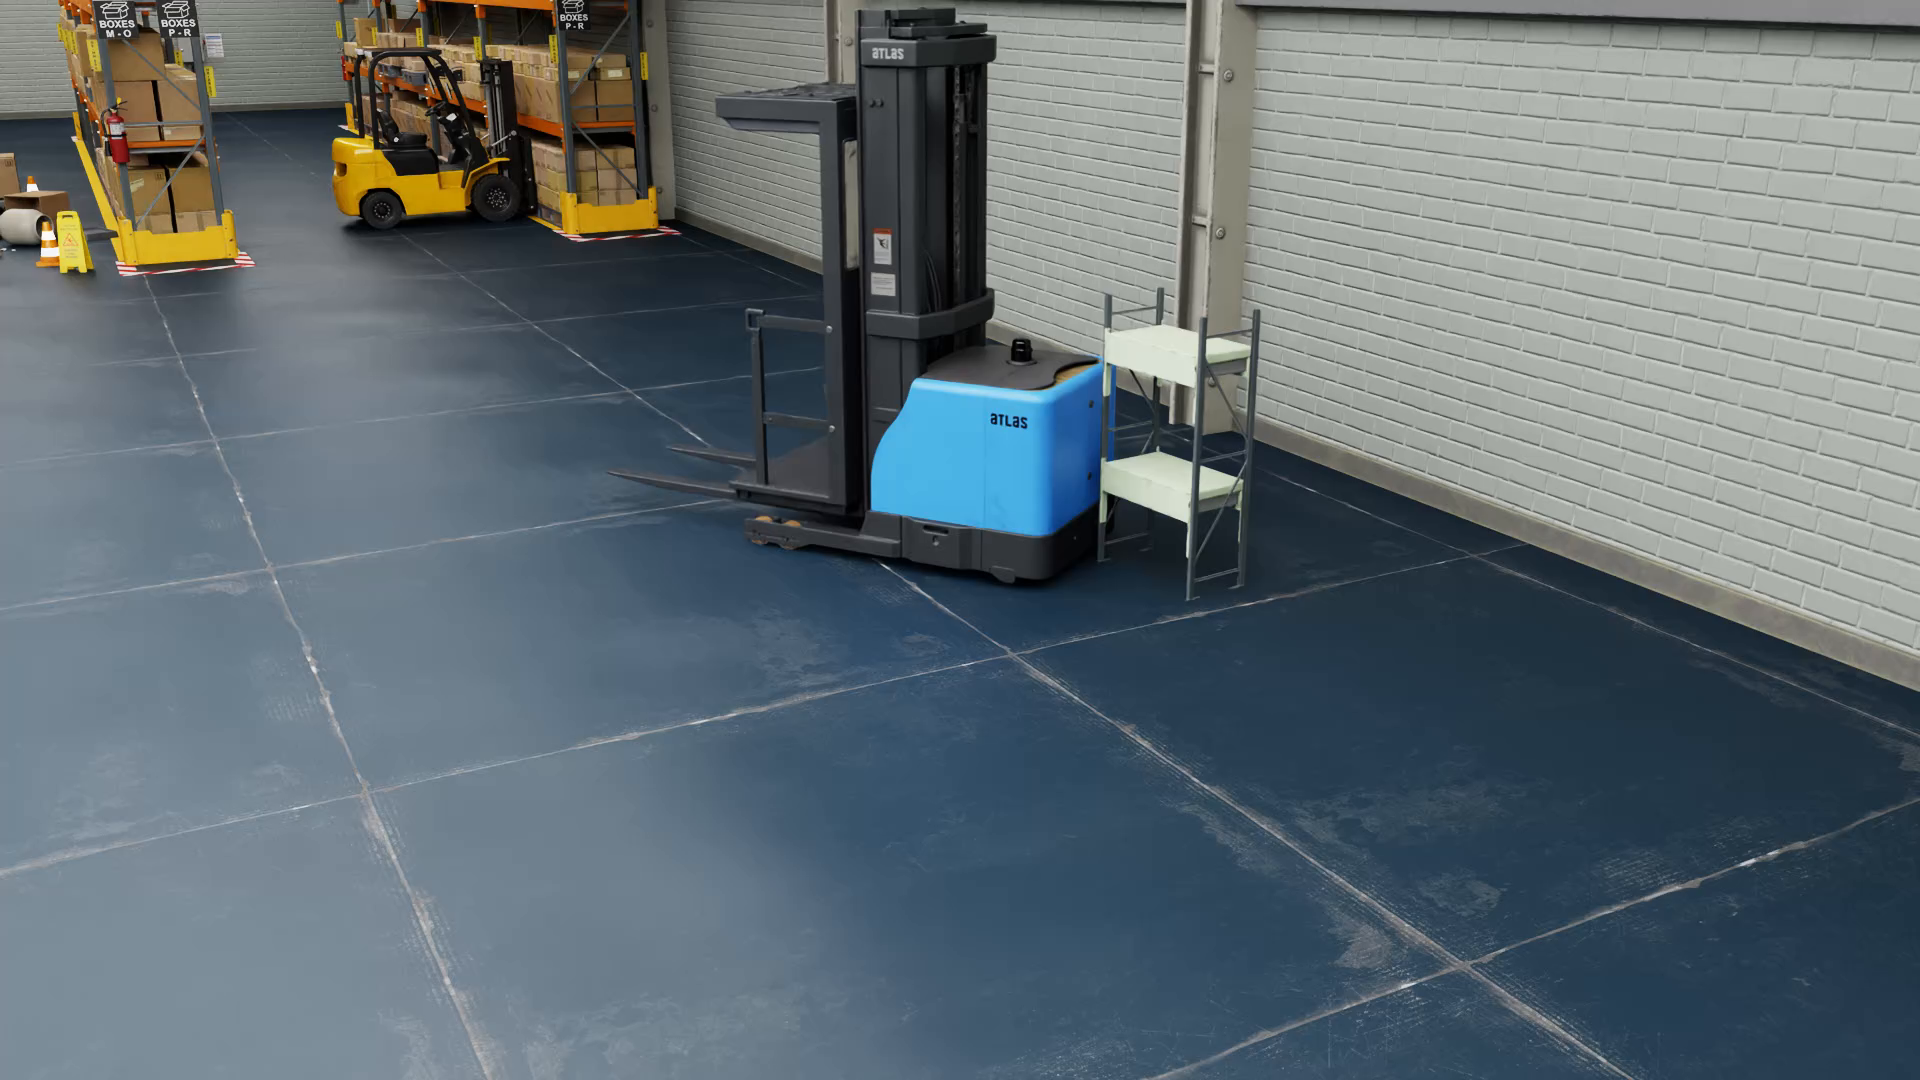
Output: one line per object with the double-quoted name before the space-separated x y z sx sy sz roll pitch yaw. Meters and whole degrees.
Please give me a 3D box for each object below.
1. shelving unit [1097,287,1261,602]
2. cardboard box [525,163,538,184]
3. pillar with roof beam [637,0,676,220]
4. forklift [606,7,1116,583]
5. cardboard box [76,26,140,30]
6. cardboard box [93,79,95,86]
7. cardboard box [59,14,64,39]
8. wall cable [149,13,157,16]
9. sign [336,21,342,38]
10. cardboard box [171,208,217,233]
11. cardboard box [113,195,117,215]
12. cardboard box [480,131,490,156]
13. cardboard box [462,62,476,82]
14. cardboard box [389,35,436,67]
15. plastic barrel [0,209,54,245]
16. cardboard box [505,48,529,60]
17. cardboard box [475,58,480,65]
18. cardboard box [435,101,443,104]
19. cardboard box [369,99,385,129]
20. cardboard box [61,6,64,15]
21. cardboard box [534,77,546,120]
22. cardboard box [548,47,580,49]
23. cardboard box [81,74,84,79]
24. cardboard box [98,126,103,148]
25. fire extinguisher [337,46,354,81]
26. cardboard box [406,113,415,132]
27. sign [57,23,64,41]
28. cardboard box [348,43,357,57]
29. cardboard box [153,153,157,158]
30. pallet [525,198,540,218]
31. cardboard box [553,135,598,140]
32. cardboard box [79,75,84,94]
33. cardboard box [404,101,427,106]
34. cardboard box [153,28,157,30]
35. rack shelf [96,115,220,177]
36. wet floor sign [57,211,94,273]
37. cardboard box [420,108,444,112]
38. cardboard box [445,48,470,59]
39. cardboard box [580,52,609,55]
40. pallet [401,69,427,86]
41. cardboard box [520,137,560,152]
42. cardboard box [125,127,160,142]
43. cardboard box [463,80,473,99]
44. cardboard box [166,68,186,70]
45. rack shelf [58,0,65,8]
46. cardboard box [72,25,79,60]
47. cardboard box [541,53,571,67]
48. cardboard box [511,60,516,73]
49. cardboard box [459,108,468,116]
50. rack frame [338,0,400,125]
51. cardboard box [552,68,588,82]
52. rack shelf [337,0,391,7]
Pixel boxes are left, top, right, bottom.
"shelving unit" 1.144 -0.523 8.847 0.431 1.500 0.755 -13 23 -33
"cardboard box" -5.412 -4.863 21.930 0.500 0.250 0.500 -11 22 -28
"pillar with roof beam" -7.740 -7.854 18.597 9.100 9.000 0.400 -10 21 -27
"forklift" -0.664 -1.470 9.397 3.031 2.935 1.130 9 21 25
"cardboard box" -10.224 -5.926 20.065 0.700 0.500 0.500 -11 22 -28
"cardboard box" -10.457 -5.602 20.658 0.500 0.500 0.500 -10 21 -27
"cardboard box" -16.401 -9.507 30.897 0.500 0.500 0.500 -11 22 -28
"wall cable" -17.833 -11.487 36.765 0.588 1.984 0.122 -10 21 -27
"sign" -12.489 -10.264 33.450 0.100 0.325 0.005 -10 21 -27
"cardboard box" -8.920 -3.749 19.468 0.500 0.250 0.500 -10 21 -27
"cardboard box" -10.374 -4.260 20.950 0.500 0.250 0.500 -9 21 -24
"cardboard box" -6.571 -5.718 24.600 0.875 0.625 0.625 -9 21 -24
"cardboard box" -7.022 -6.907 24.513 0.500 0.250 0.500 -11 22 -28
"cardboard box" -9.460 -8.489 28.836 0.700 0.500 0.500 -10 21 -27
"plastic barrel" -11.093 -3.716 19.752 0.512 0.421 0.421 4 19 11
"cardboard box" -5.911 -6.558 22.434 0.380 0.149 0.250 -10 22 -28
"cardboard box" -6.809 -6.983 24.121 0.380 0.149 0.250 -10 22 -27
"cardboard box" -9.203 -7.753 29.695 0.380 0.149 0.250 -9 21 -25
"cardboard box" -10.940 -8.216 32.031 0.700 0.500 0.500 -11 22 -29
"cardboard box" -16.243 -9.694 30.445 0.380 0.149 0.250 -9 21 -25
"cardboard box" -5.117 -5.644 21.235 0.500 0.500 0.500 -9 21 -25
"cardboard box" -5.396 -6.651 22.705 0.380 0.149 0.250 -10 22 -28
"cardboard box" -13.033 -7.137 25.180 0.500 0.250 0.500 -10 21 -27
"cardboard box" -13.678 -6.791 27.326 0.875 0.875 0.875 -9 21 -25
"fire extinguisher" -12.488 -9.696 33.823 0.296 0.674 0.183 -10 21 -27
"cardboard box" -9.345 -7.188 29.053 0.500 0.500 0.500 -11 22 -29
"sign" -16.869 -9.531 31.206 0.100 0.325 0.005 -10 21 -27
"cardboard box" -11.793 -9.692 32.893 0.500 0.250 0.500 -10 21 -26
"cardboard box" -9.919 -4.703 21.084 0.500 0.500 0.500 -10 21 -26
"pallet" -5.389 -4.590 22.610 1.003 0.211 1.213 -10 21 -27
"cardboard box" -5.181 -5.320 22.490 0.500 0.250 0.500 -10 22 -28
"cardboard box" -13.304 -7.050 25.695 0.500 0.250 0.500 -10 21 -26
"cardboard box" -9.702 -7.754 29.697 0.380 0.149 0.250 -10 22 -28
"cardboard box" -11.554 -7.139 23.475 0.380 0.149 0.250 -11 22 -29
"rack shelf" -9.730 -4.810 20.074 1.077 0.370 4.000 -10 21 -27
"wet floor sign" -9.632 -3.242 18.039 0.267 0.644 0.232 -3 19 -8
"cardboard box" -8.913 -7.224 28.162 0.380 0.149 0.250 -11 22 -28
"cardboard box" -7.698 -7.490 25.591 0.380 0.149 0.250 -9 21 -26
"cardboard box" -4.617 -6.124 21.175 0.380 0.149 0.250 -10 21 -26
"pallet" -8.596 -7.735 27.743 1.213 0.211 1.003 -10 21 -27
"cardboard box" -5.637 -5.236 22.247 0.500 0.250 0.500 -10 22 -28
"cardboard box" -9.146 -4.531 18.549 0.380 0.149 0.250 -9 21 -25
"cardboard box" -7.026 -6.671 24.594 0.500 0.250 0.500 -10 21 -27
"cardboard box" -9.749 -5.528 20.443 0.500 0.500 0.500 -9 21 -25
"rack shelf" -15.428 -9.672 29.568 1.077 0.370 4.000 -10 21 -27
"cardboard box" -13.055 -7.500 25.082 0.500 0.500 0.500 -11 22 -28
"cardboard box" -5.062 -6.047 20.954 0.380 0.149 0.250 -9 21 -25
"cardboard box" -5.811 -6.344 22.269 0.380 0.149 0.250 -11 22 -28
"cardboard box" -8.288 -7.244 28.220 0.380 0.149 0.250 -9 21 -25
"rack frame" -12.011 -9.939 33.835 1.000 3.000 0.127 -10 21 -27
"cardboard box" -4.825 -5.756 20.565 0.380 0.149 0.250 -10 21 -26
"rack shelf" -11.062 -10.442 31.799 1.077 0.370 4.000 -10 21 -27
